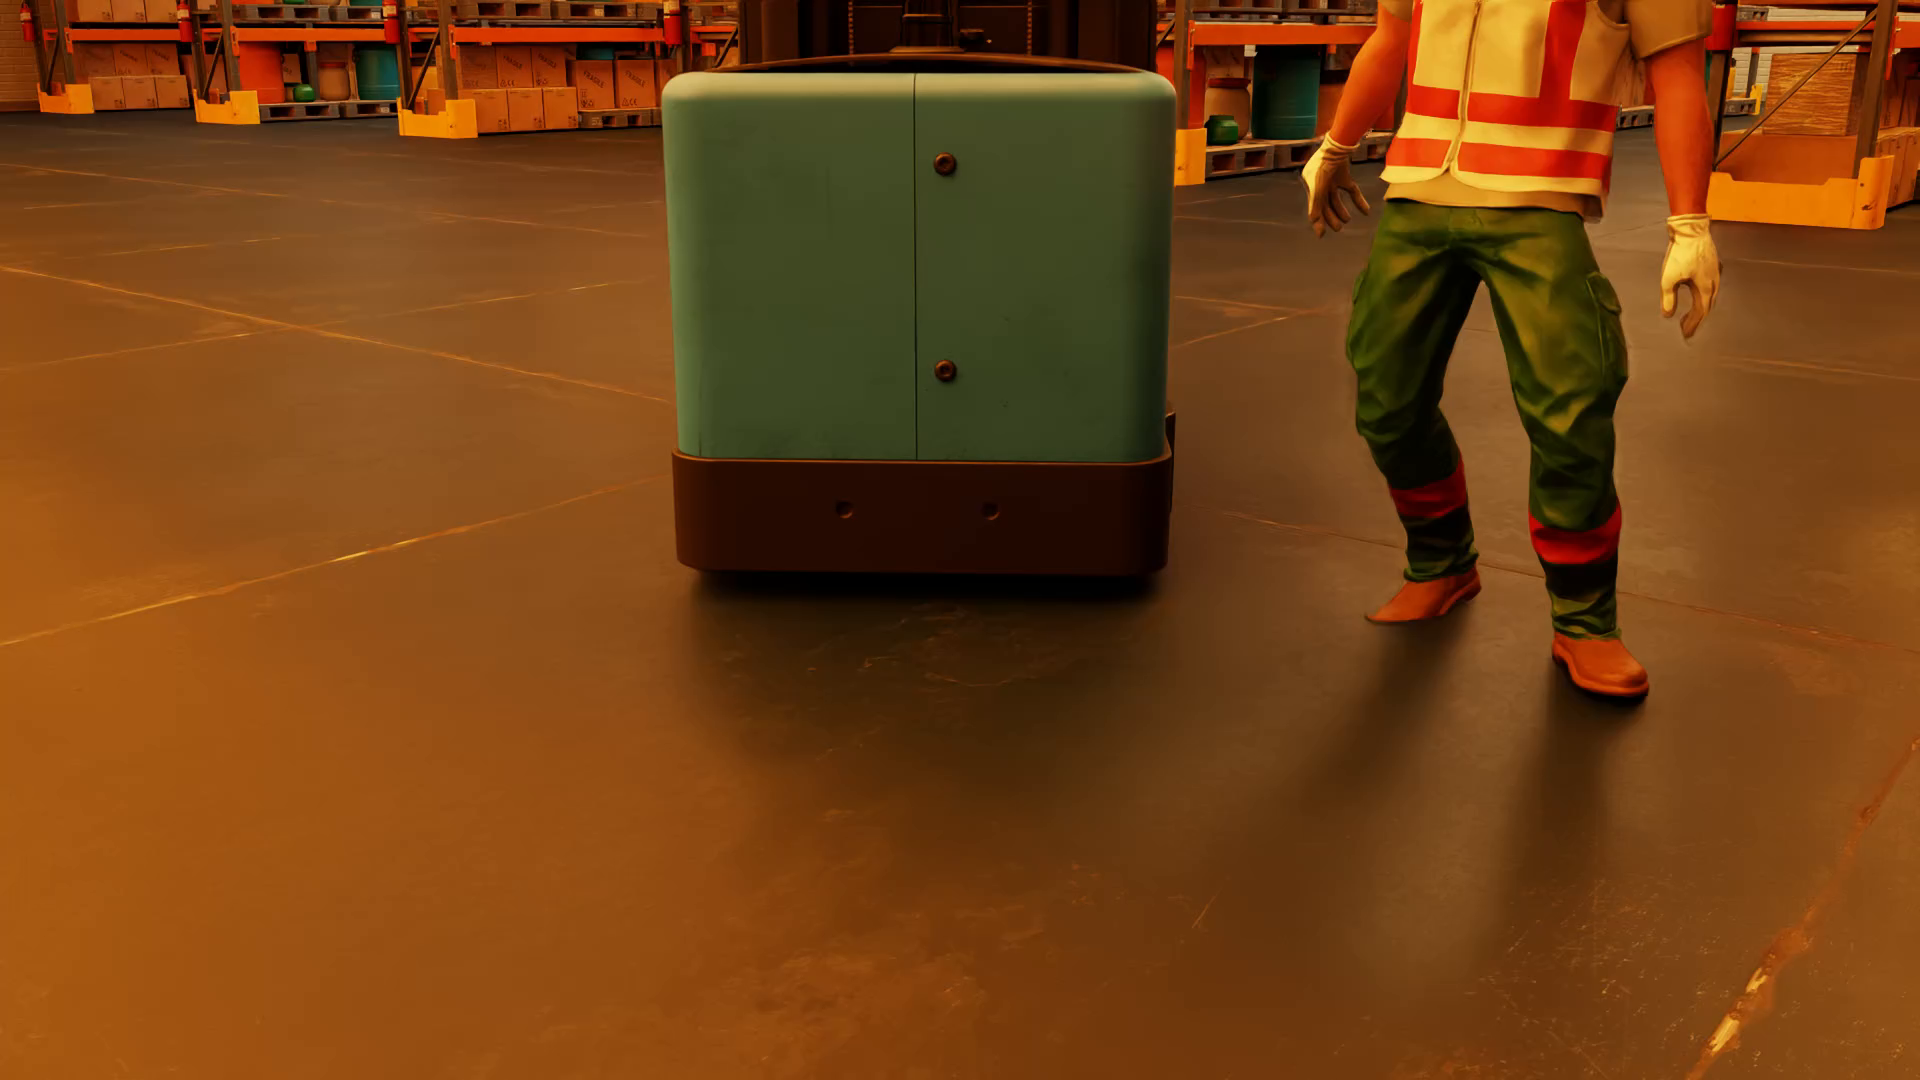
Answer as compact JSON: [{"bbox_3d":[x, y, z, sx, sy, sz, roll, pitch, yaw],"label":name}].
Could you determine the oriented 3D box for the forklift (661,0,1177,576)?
[{"bbox_3d":[-0.020,-1.702,4.504,1.130,2.935,3.031,1,17,2],"label":"forklift"}]

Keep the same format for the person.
[{"bbox_3d":[0.982,-0.615,3.089,0.495,1.749,0.871,-15,23,-41],"label":"person"}]
